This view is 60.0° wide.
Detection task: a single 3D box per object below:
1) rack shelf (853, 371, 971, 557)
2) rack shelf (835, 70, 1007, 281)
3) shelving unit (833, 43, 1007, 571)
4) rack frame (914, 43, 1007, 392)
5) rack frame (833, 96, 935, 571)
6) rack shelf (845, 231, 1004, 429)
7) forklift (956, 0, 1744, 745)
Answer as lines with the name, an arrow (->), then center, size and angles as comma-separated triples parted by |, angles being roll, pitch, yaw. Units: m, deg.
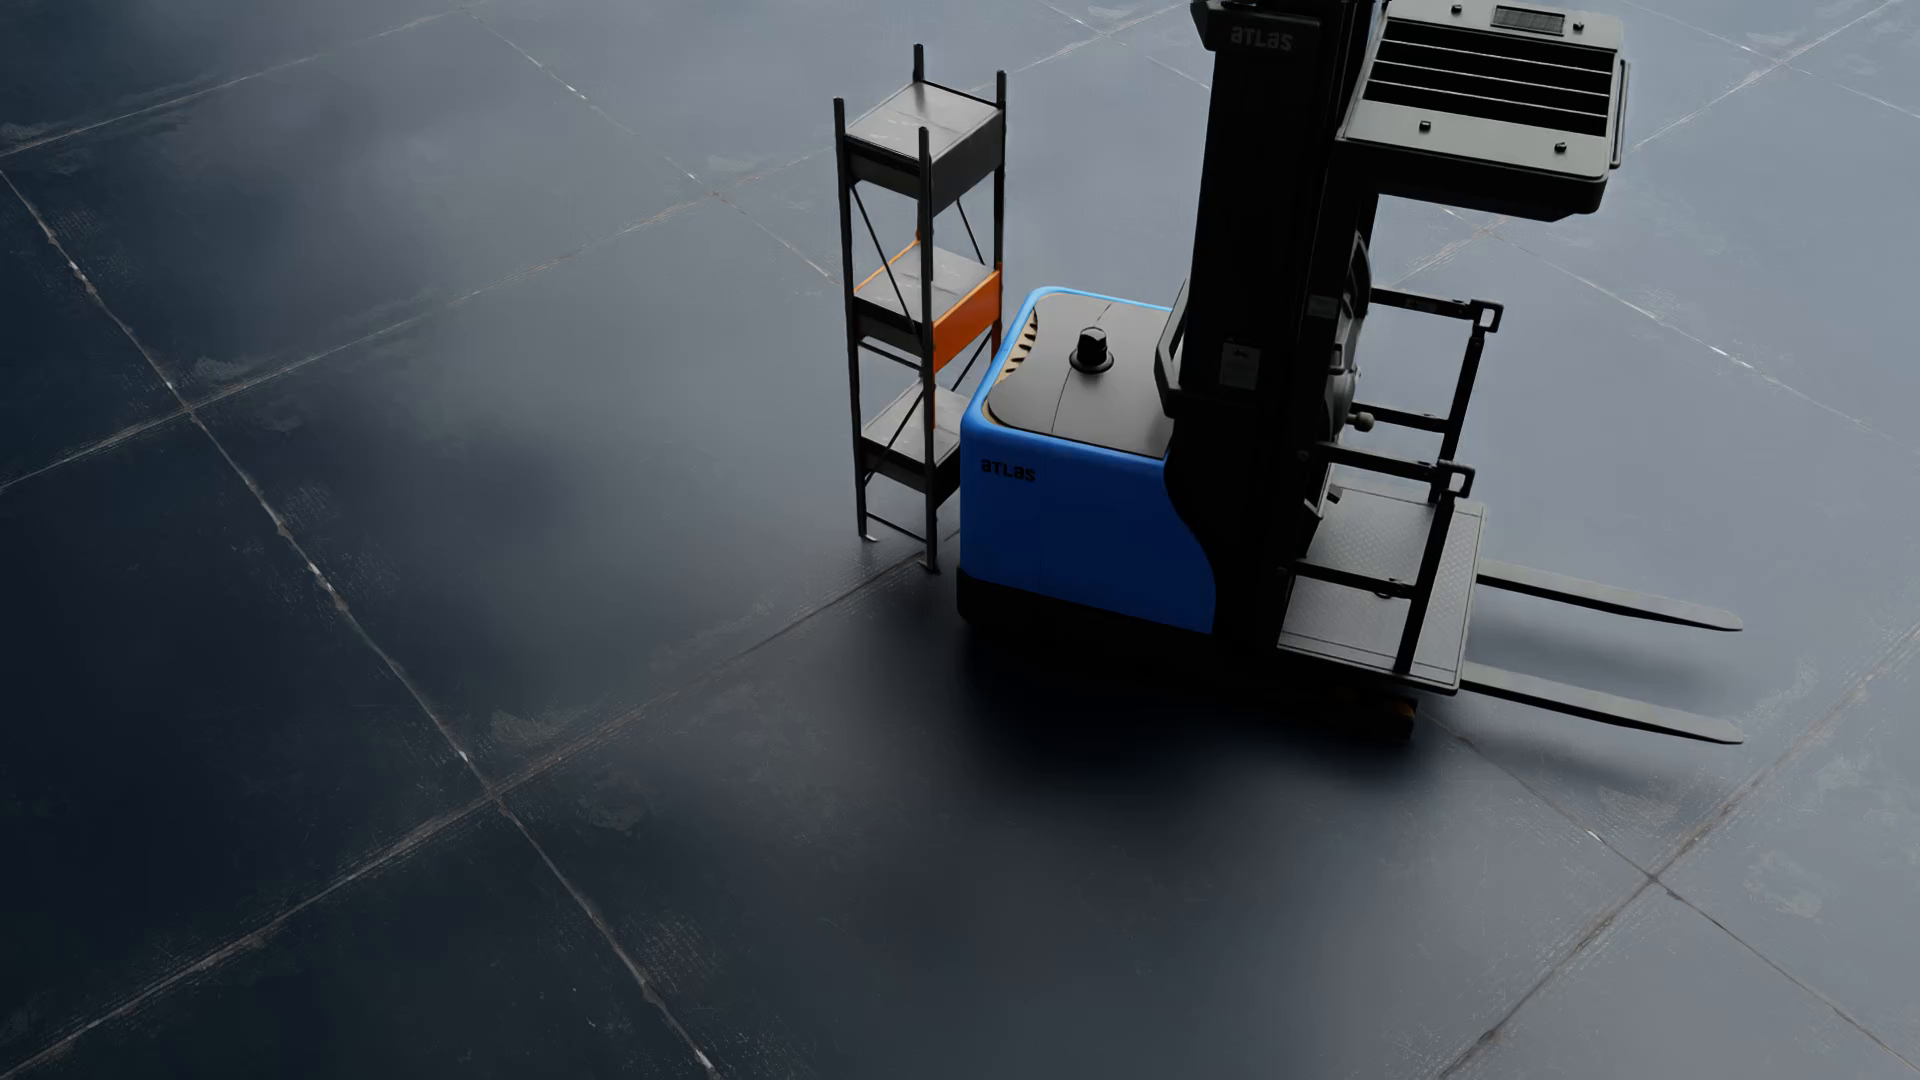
rack shelf -> -0.138, -0.331, 7.112 | 0.431, 0.518, 0.480 | 25, 49, 24
rack shelf -> -0.138, -1.352, 6.153 | 0.431, 0.518, 0.480 | 25, 49, 24
shelving unit -> -0.138, -0.852, 6.623 | 0.431, 2.100, 0.503 | 25, 49, 24
rack frame -> -0.001, -0.990, 6.770 | 0.400, 2.100, 0.015 | 25, 49, 24
rack frame -> -0.275, -0.713, 6.476 | 0.400, 2.100, 0.015 | 25, 49, 24
rack shelf -> -0.138, -0.842, 6.632 | 0.431, 0.518, 0.480 | 25, 49, 24
forklift -> 1.560, -0.706, 5.861 | 3.031, 2.935, 1.130 | 13, 45, 14
